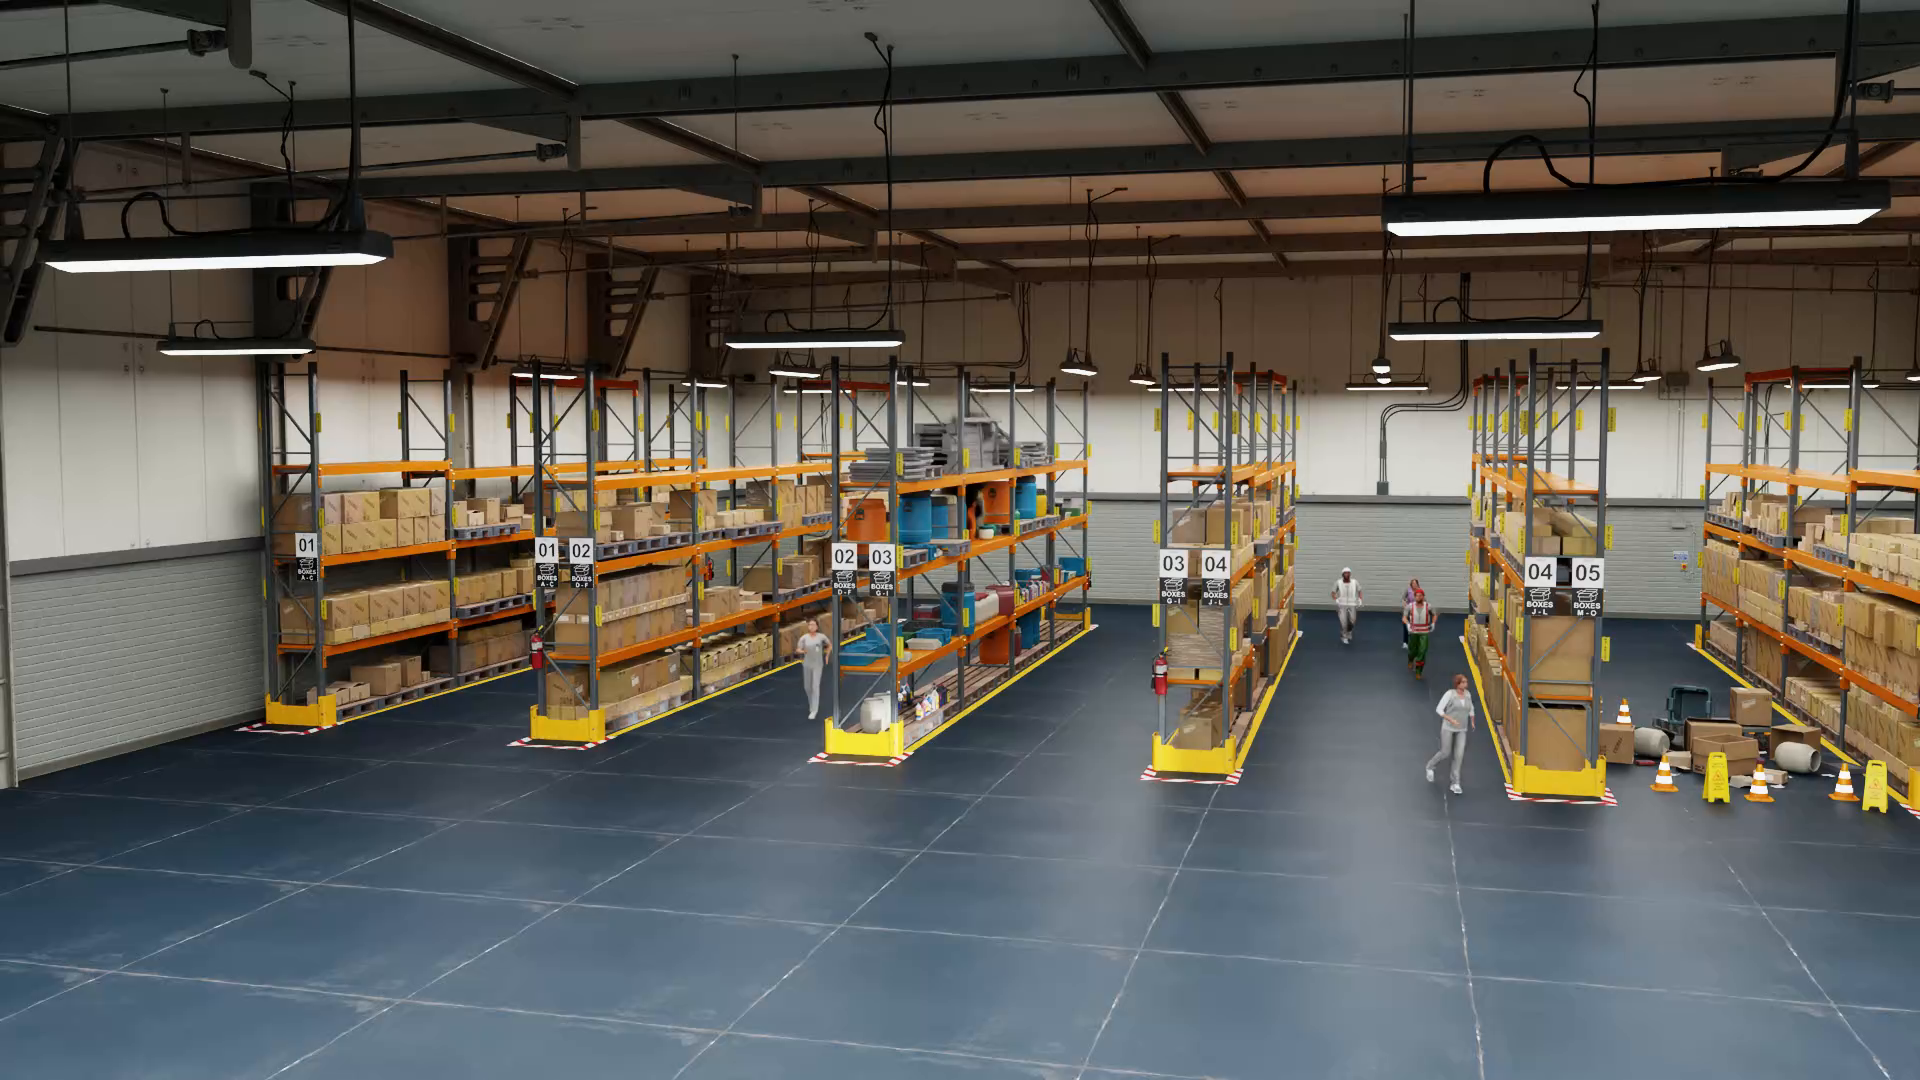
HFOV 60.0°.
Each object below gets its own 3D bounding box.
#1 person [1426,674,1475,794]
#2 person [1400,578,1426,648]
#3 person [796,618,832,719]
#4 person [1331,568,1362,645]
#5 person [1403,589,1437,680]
[{"bbox_3d":[6.781,2.615,22.743,0.594,1.585,0.777,-1,4,-12],"label":"person"},{"bbox_3d":[10.041,1.675,36.847,0.558,1.463,0.599,1,4,15],"label":"person"},{"bbox_3d":[-2.487,2.153,28.232,0.564,1.652,0.970,0,4,6],"label":"person"},{"bbox_3d":[8.767,1.493,37.696,0.703,1.741,0.570,0,4,4],"label":"person"},{"bbox_3d":[9.037,1.835,32.687,0.661,1.771,0.791,1,4,14],"label":"person"}]
